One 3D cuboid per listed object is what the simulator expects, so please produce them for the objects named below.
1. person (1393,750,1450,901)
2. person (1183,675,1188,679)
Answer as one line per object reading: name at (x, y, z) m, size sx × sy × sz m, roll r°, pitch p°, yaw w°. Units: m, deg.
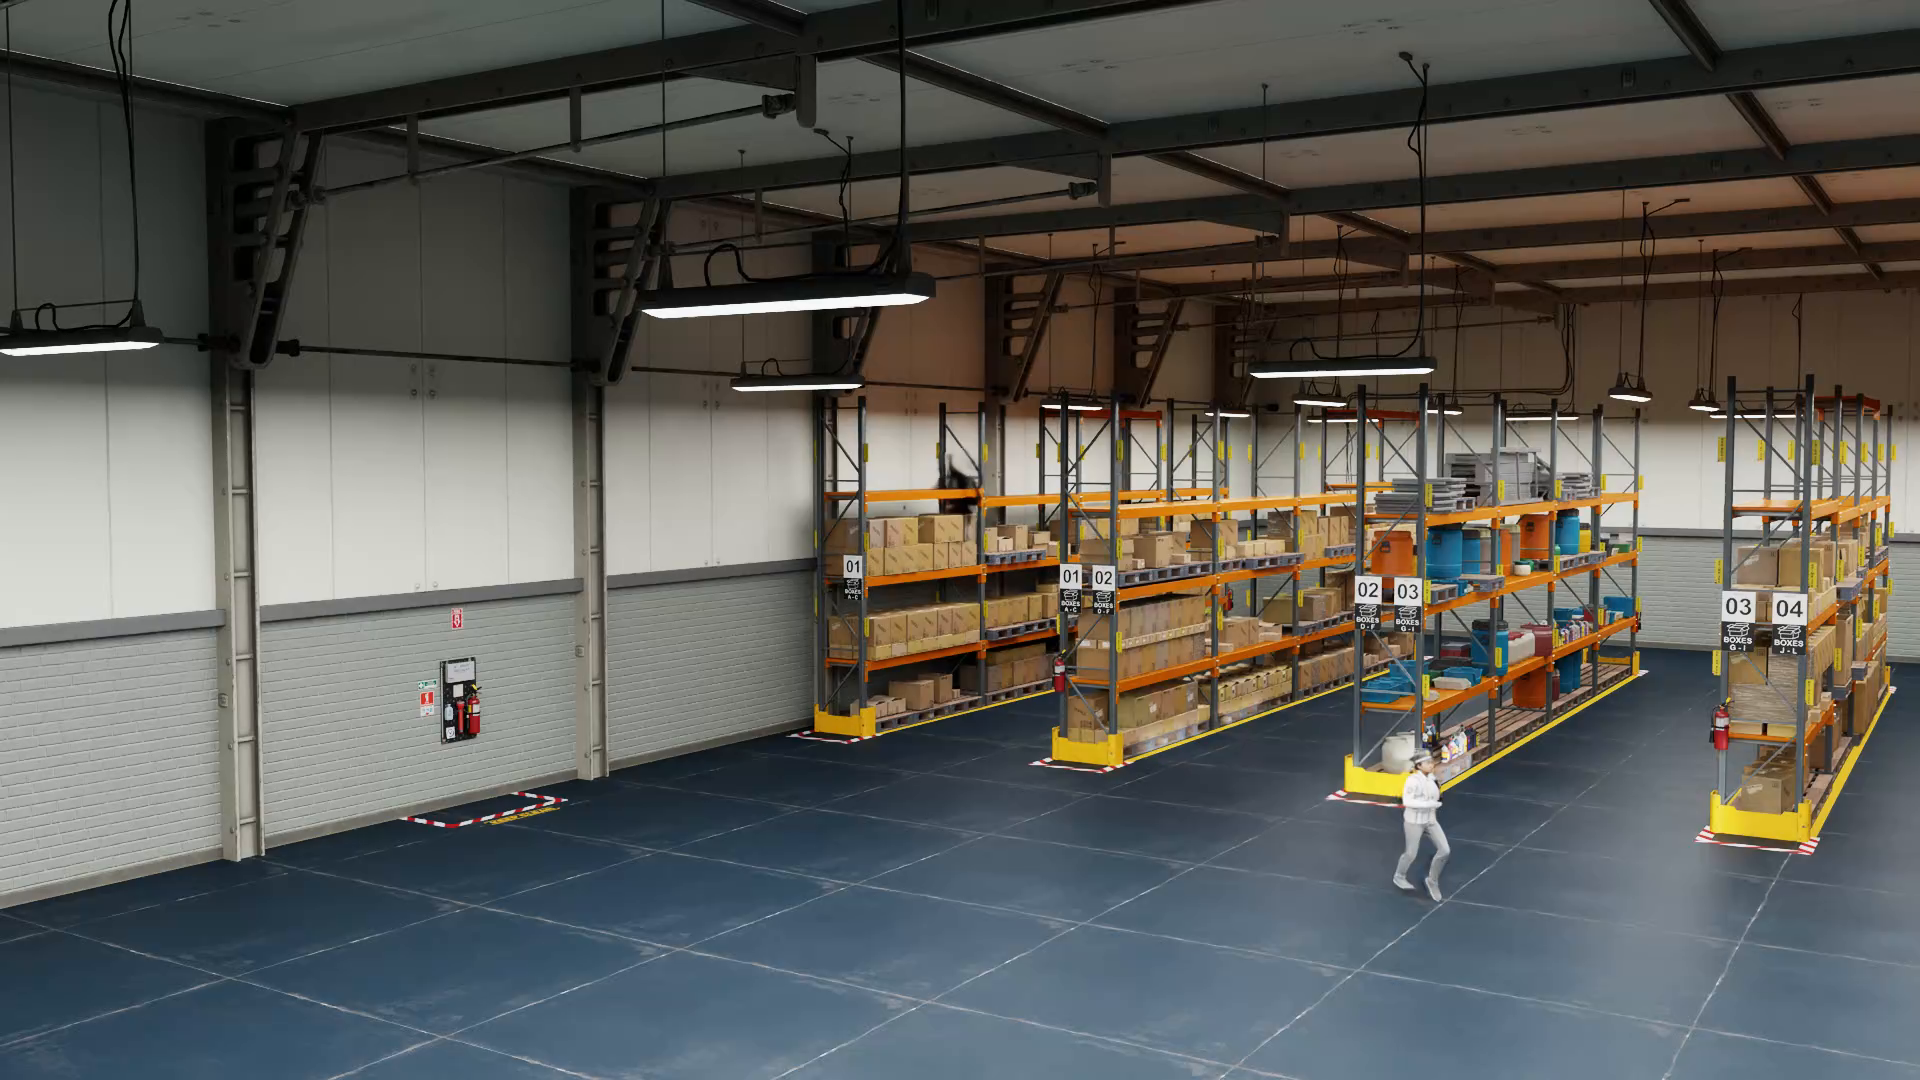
person at (5.152, 3.186, 18.683) m, size 0.592 × 1.714 × 0.752 m, roll -2°, pitch 3°, yaw -29°
person at (4.576, 2.288, 33.981) m, size 0.703 × 1.822 × 0.833 m, roll 2°, pitch 3°, yaw 27°
